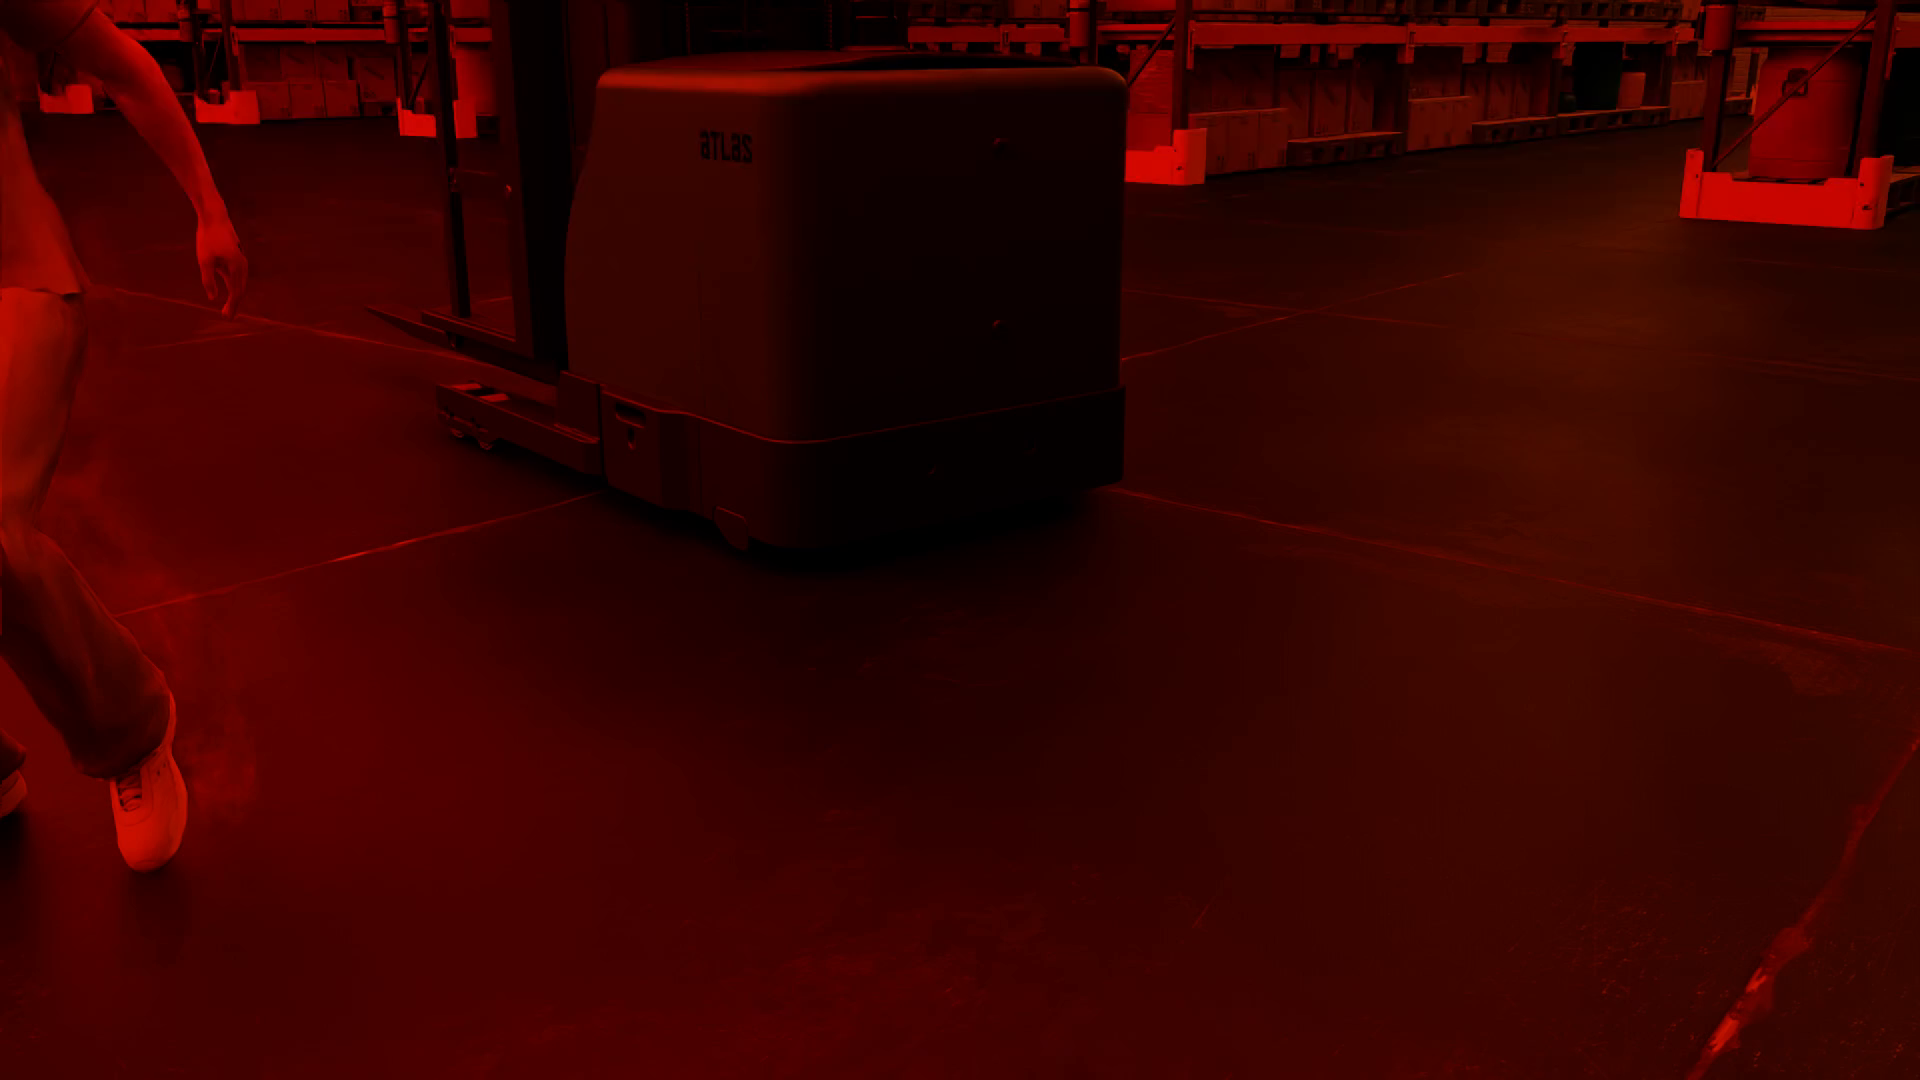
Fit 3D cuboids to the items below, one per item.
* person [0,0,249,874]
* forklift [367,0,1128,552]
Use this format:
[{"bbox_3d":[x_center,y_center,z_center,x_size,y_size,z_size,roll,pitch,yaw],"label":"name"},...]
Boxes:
[{"bbox_3d":[-1.369,-0.295,2.196,0.666,1.587,0.601,-1,17,-3],"label":"person"},{"bbox_3d":[-0.900,-1.739,4.624,1.130,2.935,3.031,-13,21,-37],"label":"forklift"}]
